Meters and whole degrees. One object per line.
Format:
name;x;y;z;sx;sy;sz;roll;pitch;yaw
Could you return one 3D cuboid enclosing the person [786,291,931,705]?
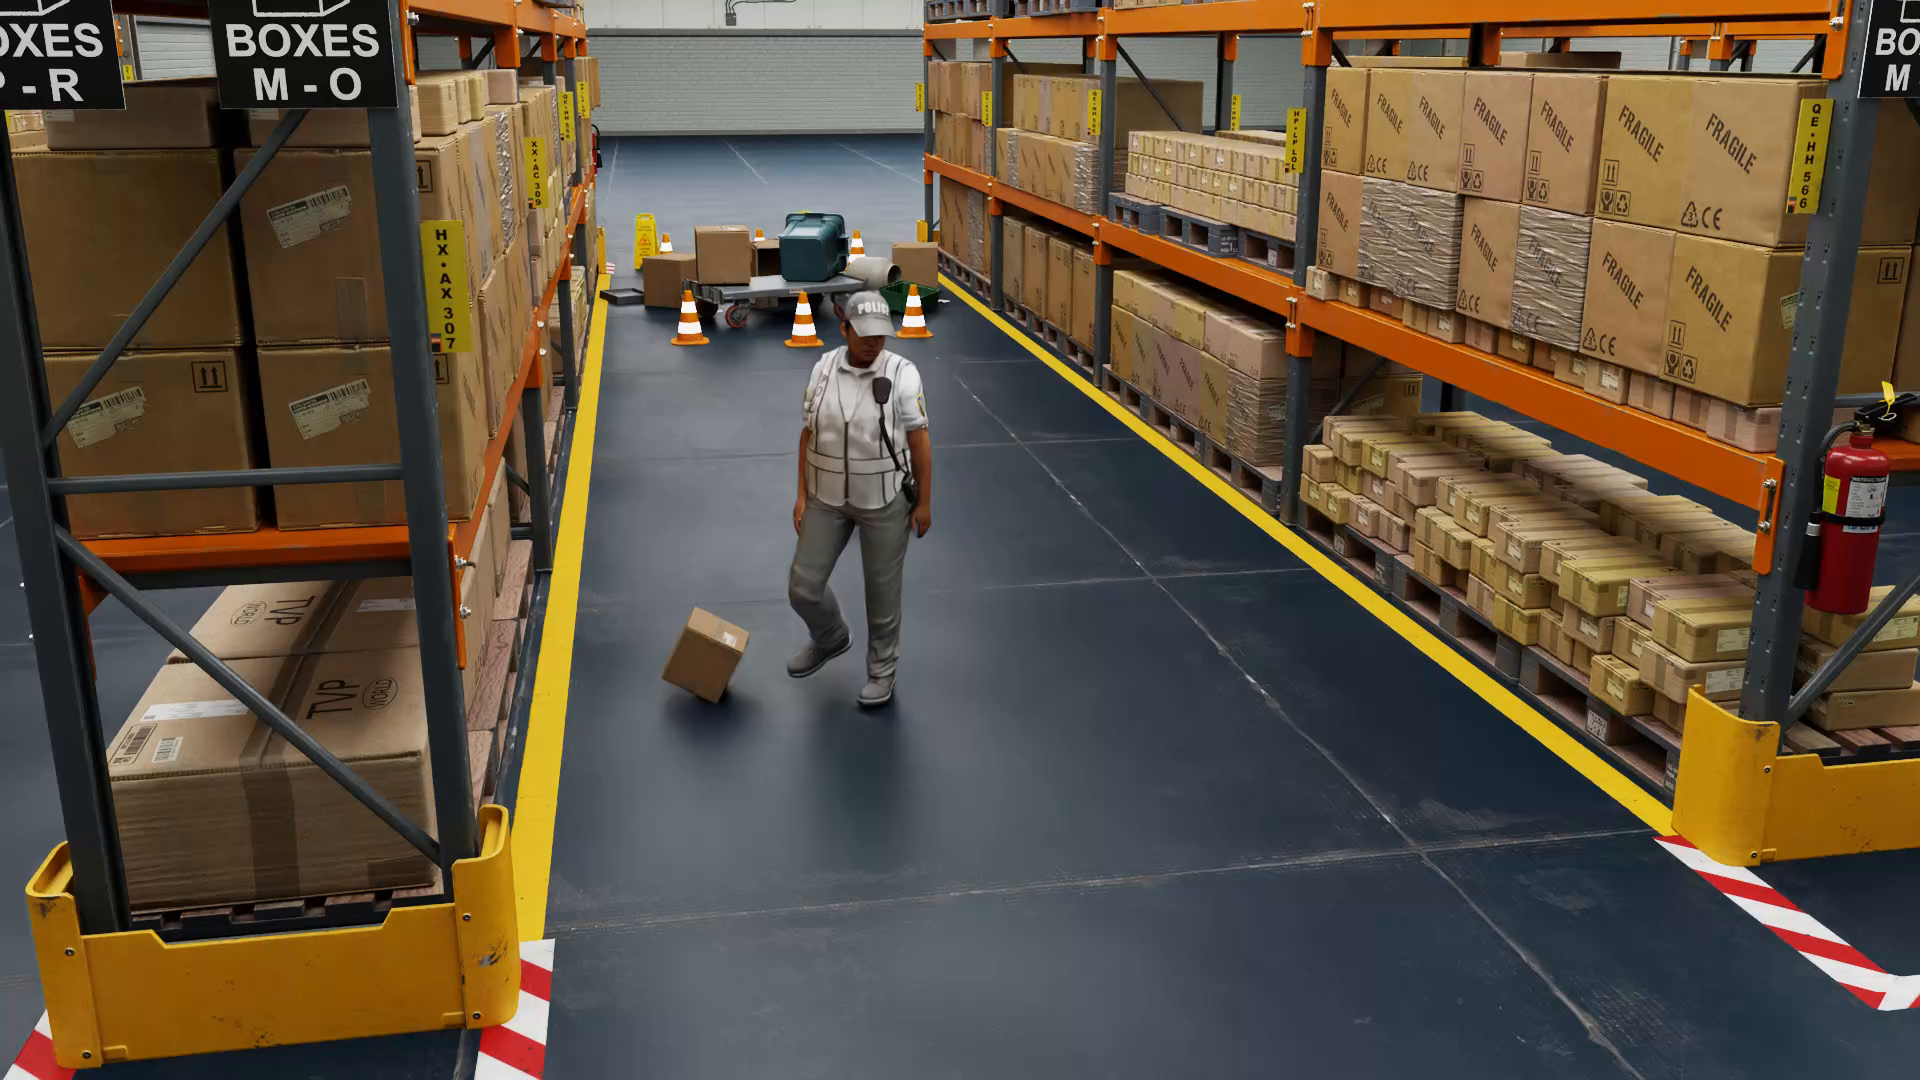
person;-0.426;-0.161;6.522;0.640;1.656;0.463;4;17;13
